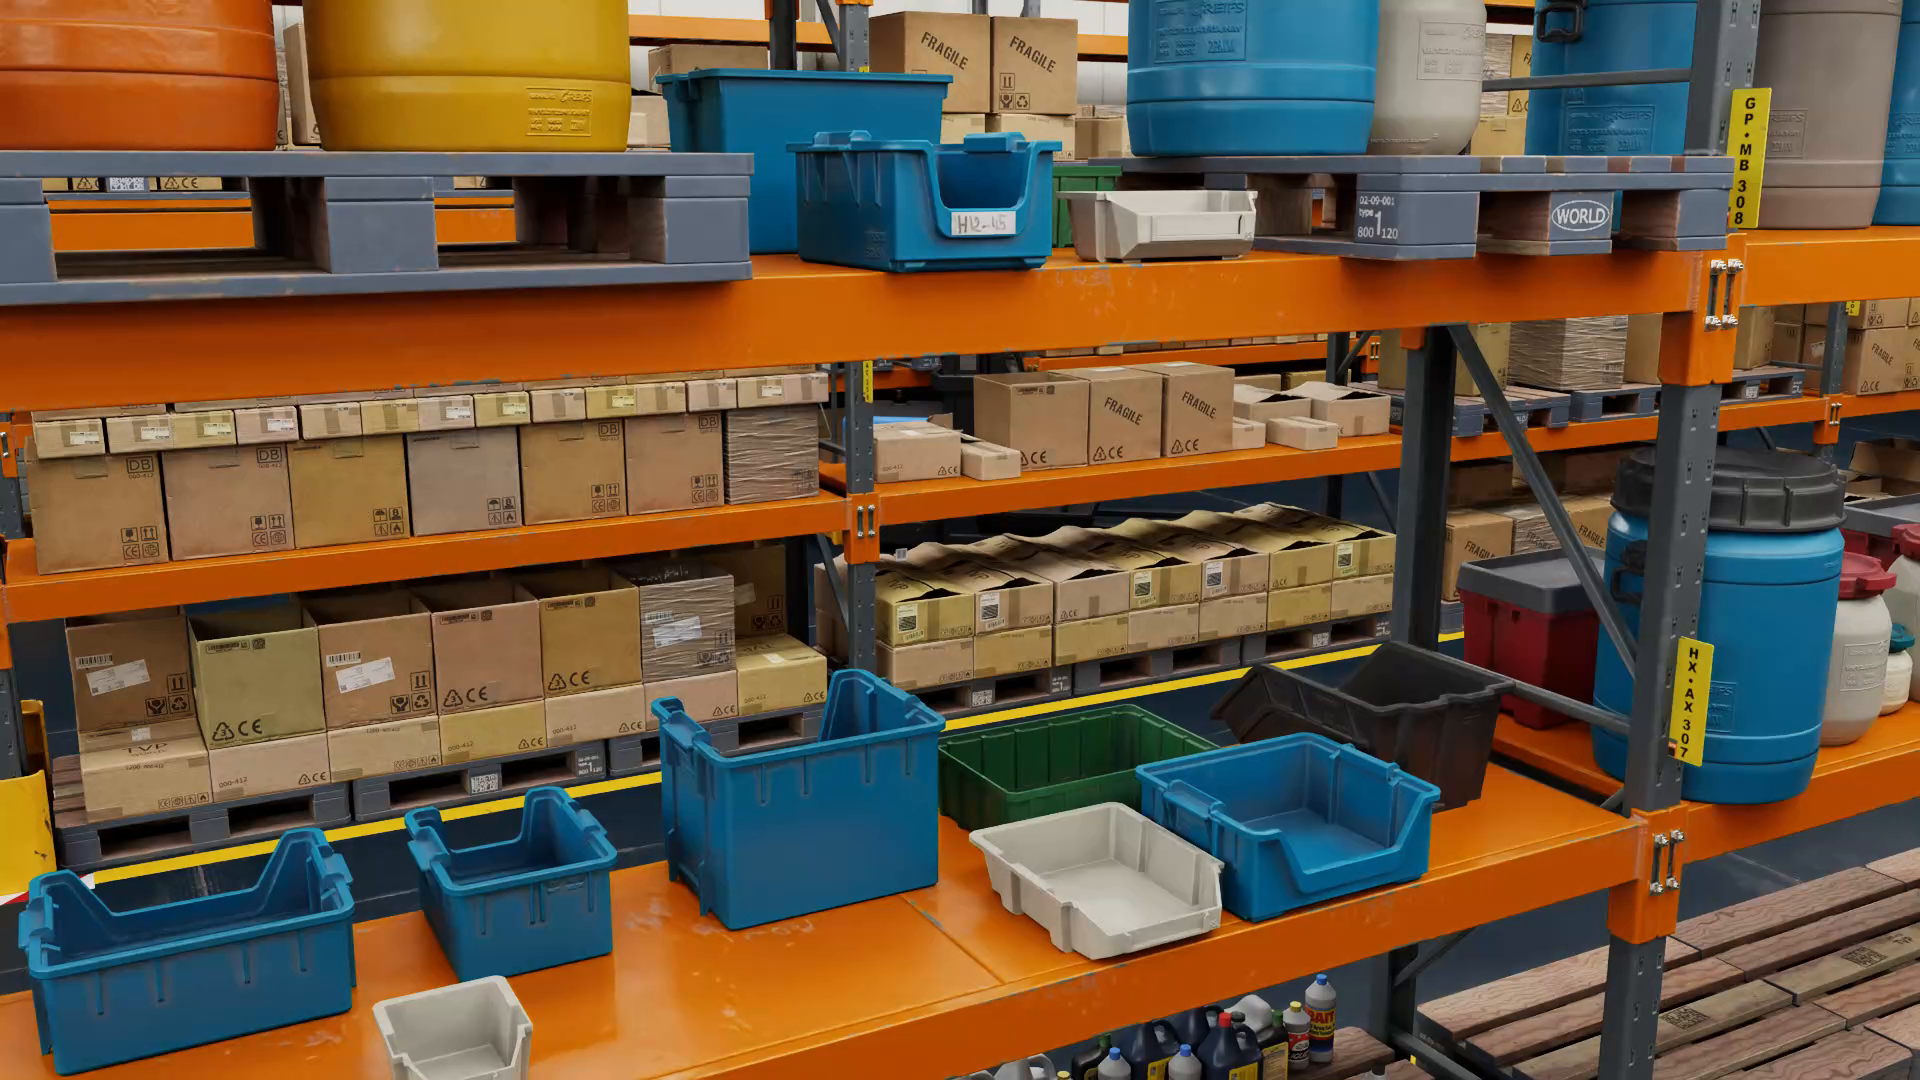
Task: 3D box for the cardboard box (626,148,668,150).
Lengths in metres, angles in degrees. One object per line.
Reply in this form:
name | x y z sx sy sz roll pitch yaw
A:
cardboard box | -2.596 -3.224 13.086 0.500 0.500 0.500 -5 13 -20

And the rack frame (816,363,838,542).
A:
rack frame | -1.114 -0.750 13.525 0.032 1.500 0.500 -7 14 -28

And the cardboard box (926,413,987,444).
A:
cardboard box | -0.054 -0.573 9.628 0.258 0.266 0.396 -7 15 -29

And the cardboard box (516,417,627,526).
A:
cardboard box | -2.026 -0.402 8.338 0.500 0.500 0.700 -7 14 -27

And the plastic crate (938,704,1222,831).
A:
plastic crate | 0.306 0.636 4.432 0.662 0.188 0.450 -7 14 -28

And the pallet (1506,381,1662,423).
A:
pallet | 4.478 -1.043 11.849 1.213 0.211 1.003 -7 14 -28

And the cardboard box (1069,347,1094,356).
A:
cardboard box | 1.022 -1.787 15.246 0.250 0.149 0.380 -7 14 -27

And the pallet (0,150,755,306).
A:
pallet | -1.105 -0.574 2.926 1.213 0.211 1.003 -7 14 -28

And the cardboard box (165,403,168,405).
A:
cardboard box | -3.551 -0.586 7.678 0.250 0.149 0.380 -7 14 -29

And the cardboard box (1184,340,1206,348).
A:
cardboard box | 2.138 -1.926 15.862 0.250 0.149 0.380 -7 14 -28

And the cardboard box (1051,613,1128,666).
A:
cardboard box | 0.638 0.523 9.760 0.500 0.250 0.500 -7 15 -30

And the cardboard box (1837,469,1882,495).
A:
cardboard box | 7.307 -0.448 13.891 0.500 0.311 0.500 -7 14 -28

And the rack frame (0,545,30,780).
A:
rack frame | -4.249 -0.090 7.175 0.127 3.000 1.000 -7 14 -28

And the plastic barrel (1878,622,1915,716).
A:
plastic barrel | 2.868 0.402 5.304 0.301 0.262 0.301 0 13 0

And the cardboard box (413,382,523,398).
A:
cardboard box | -2.446 -0.986 7.975 0.500 0.500 0.700 -7 14 -28

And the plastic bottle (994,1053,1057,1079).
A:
plastic bottle | 0.186 1.592 4.735 0.185 0.351 0.144 -7 14 -28

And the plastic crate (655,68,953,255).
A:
plastic crate | -0.349 -0.849 3.753 0.575 0.384 0.392 -7 14 -28

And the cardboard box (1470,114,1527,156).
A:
cardboard box | 3.140 -2.496 10.807 0.500 0.500 0.910 -7 14 -28

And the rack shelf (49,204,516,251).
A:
rack shelf | -2.493 -1.412 7.860 4.000 0.370 1.077 -7 14 -28

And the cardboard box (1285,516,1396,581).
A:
cardboard box | 2.432 0.034 10.653 0.500 0.311 0.500 -6 14 -26

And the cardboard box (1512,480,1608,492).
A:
cardboard box | 4.394 -0.181 12.271 0.500 0.500 0.500 -7 15 -30

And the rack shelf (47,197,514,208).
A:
rack shelf | -4.870 -2.367 12.100 4.000 0.370 1.077 -7 14 -28

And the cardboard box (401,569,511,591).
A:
cardboard box | -2.610 0.407 8.567 0.500 0.500 0.500 -7 14 -28

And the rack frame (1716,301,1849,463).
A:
rack frame | 6.284 -1.352 12.785 0.127 3.000 1.000 -7 14 -28

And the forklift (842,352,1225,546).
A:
forklift | 0.622 -1.410 13.197 3.031 2.935 1.130 2 13 8

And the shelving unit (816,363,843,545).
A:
shelving unit | -1.551 -0.697 13.289 1.083 1.500 0.587 -7 14 -28

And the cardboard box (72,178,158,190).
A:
cardboard box | -5.724 -2.602 11.236 0.500 0.500 0.500 -6 14 -24

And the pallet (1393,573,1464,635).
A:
pallet | 3.447 0.358 11.538 1.213 0.211 1.003 -7 14 -28

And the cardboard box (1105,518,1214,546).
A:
cardboard box | 1.267 0.040 10.626 0.500 0.311 0.500 -7 15 -29

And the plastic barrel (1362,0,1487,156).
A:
plastic barrel | 1.160 -1.271 4.381 0.421 0.512 0.421 0 13 0

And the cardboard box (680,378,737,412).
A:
cardboard box | -1.320 -0.752 8.414 0.250 0.149 0.380 -7 15 -30

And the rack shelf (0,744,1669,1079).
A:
rack shelf | -0.123 1.006 3.946 4.000 0.370 1.077 -7 14 -28

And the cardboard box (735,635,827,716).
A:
cardboard box | -1.040 0.717 8.897 0.500 0.250 0.500 -7 14 -28

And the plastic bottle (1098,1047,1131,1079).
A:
plastic bottle | 0.448 1.609 4.842 0.097 0.271 0.097 0 13 0

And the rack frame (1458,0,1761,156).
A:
rack frame | 1.633 -2.482 4.143 0.127 3.000 1.000 -7 14 -28

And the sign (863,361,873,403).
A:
sign | -0.470 -0.865 8.467 0.005 0.325 0.100 -7 14 -28

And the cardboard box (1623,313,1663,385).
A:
cardboard box | 4.763 -1.408 11.849 0.500 0.500 0.700 -12 17 -42

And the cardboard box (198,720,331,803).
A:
cardboard box | -3.234 0.980 7.728 0.500 0.250 0.500 -7 14 -28

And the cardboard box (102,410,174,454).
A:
cardboard box | -3.570 -0.483 7.218 0.250 0.149 0.380 -7 15 -29

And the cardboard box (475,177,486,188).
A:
cardboard box | -3.441 -2.886 12.494 0.500 0.500 0.500 -6 14 -26

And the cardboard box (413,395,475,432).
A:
cardboard box | -2.451 -0.616 7.810 0.250 0.149 0.380 -7 14 -27

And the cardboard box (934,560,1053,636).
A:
cardboard box | 0.186 0.306 9.449 0.500 0.311 0.500 -7 14 -29

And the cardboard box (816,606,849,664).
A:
cardboard box | -0.512 0.527 9.743 0.500 0.250 0.500 -7 14 -28

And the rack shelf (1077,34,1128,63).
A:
rack shelf | 2.152 -4.477 15.554 4.000 0.370 1.077 -7 14 -28

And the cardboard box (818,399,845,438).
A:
cardboard box | -1.190 -1.058 14.460 0.500 0.250 0.500 -7 14 -28

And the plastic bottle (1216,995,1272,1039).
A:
plastic bottle | 0.872 1.547 5.104 0.135 0.276 0.152 -6 14 -26

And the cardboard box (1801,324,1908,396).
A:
cardboard box | 6.862 -1.402 12.779 0.500 0.500 0.500 -6 14 -26

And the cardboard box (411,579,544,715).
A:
cardboard box | -2.353 0.510 8.108 0.500 0.500 0.500 -7 14 -28

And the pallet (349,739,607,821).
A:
pallet | -2.528 1.055 8.441 1.213 0.211 1.003 -7 14 -28

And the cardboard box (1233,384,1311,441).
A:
cardboard box | 1.896 -0.831 10.672 0.500 0.311 0.500 -7 14 -29

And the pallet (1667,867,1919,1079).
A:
pallet | 3.375 1.586 6.082 1.213 0.211 1.003 -7 14 -28

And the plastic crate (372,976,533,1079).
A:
plastic crate | -0.939 0.962 3.104 0.250 0.136 0.298 -7 14 -28

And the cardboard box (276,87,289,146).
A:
cardboard box | -3.364 -1.925 7.565 0.500 0.250 0.500 -7 14 -28

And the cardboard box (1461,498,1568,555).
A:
cardboard box | 3.767 0.025 11.359 0.500 0.500 0.500 -7 15 -30

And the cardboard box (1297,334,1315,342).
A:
cardboard box | 3.287 -2.054 16.429 0.250 0.149 0.380 -6 14 -26

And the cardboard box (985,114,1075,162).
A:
cardboard box | 0.289 -2.227 9.225 0.500 0.250 0.500 -8 15 -33
